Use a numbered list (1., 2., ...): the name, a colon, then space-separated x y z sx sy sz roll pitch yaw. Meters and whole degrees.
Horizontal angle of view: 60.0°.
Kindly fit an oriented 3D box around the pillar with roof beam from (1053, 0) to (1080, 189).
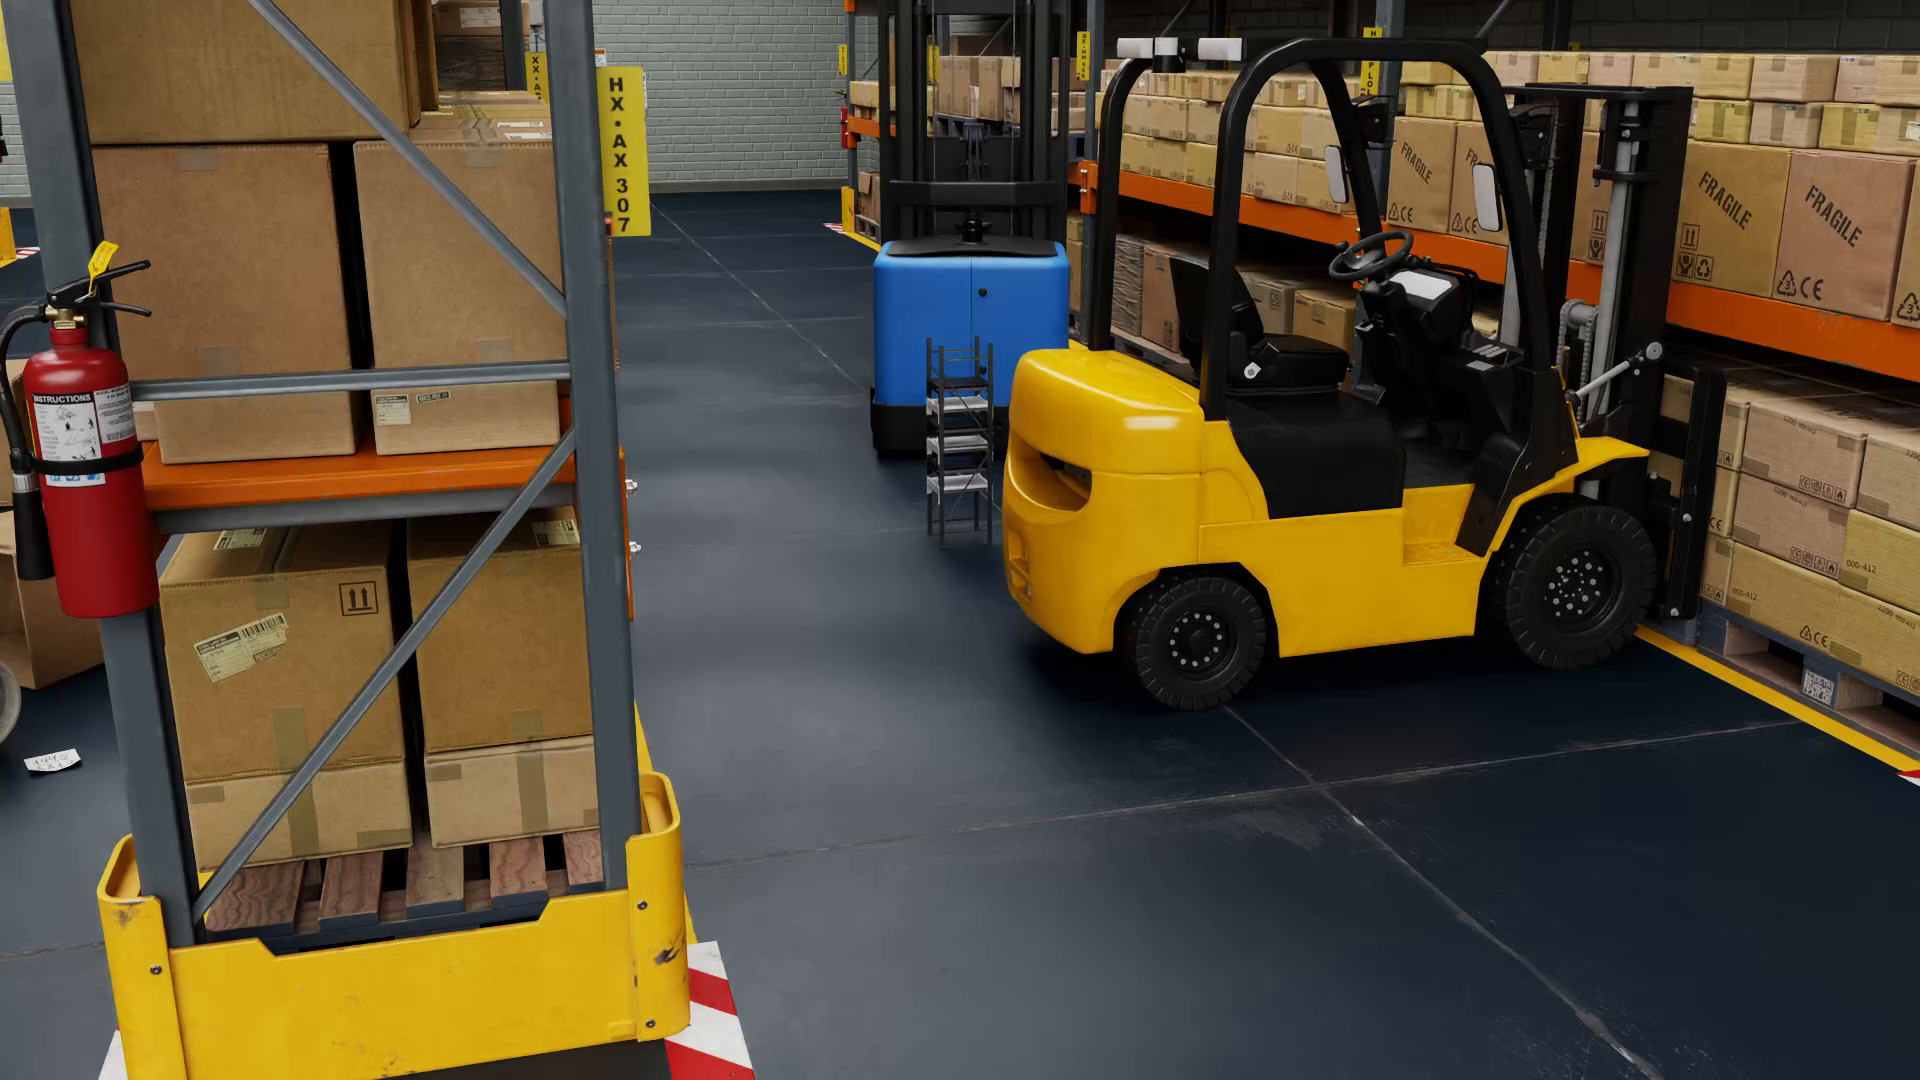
1. pillar with roof beam: -3.179 -6.814 14.496 9.100 9.000 0.400 -5 17 -15

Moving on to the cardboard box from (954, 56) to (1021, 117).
1. cardboard box: 0.345 -3.972 14.557 0.700 0.500 0.500 -5 17 -15

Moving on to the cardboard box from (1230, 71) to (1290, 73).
1. cardboard box: 1.995 -2.994 10.902 0.380 0.149 0.250 -5 17 -16

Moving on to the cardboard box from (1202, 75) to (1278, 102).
1. cardboard box: 1.649 -2.659 9.788 0.380 0.149 0.250 -5 17 -17

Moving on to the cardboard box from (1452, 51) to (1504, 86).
1. cardboard box: 2.462 -2.130 7.512 0.380 0.149 0.250 -4 17 -14

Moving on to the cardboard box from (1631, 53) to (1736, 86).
1. cardboard box: 2.802 -1.777 6.334 0.380 0.149 0.250 -5 17 -15

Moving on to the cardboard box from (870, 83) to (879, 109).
1. cardboard box: -0.667 -4.769 17.857 0.500 0.250 0.500 -5 17 -16

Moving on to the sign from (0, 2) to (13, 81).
1. sign: -1.728 -0.973 2.914 0.100 0.325 0.005 -5 17 -15

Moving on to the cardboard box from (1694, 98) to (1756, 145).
1. cardboard box: 2.842 -1.484 5.876 0.380 0.149 0.250 -5 17 -15

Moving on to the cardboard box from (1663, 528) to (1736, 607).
1. cardboard box: 2.894 0.035 6.171 0.500 0.250 0.500 -5 17 -15

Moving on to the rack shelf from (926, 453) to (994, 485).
1. rack shelf: -0.002 -0.315 7.366 0.258 0.077 0.200 -5 17 -15

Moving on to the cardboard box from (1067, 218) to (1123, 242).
1. cardboard box: 1.005 -2.343 12.524 0.380 0.149 0.250 -6 18 -18

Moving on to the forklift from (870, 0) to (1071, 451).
1. forklift: 0.084 -2.243 9.823 1.130 2.935 3.031 0 17 1

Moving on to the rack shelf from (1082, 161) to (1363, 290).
1. rack shelf: 1.934 -2.014 10.192 1.077 0.370 4.000 -5 17 -15

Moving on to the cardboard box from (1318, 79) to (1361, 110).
1. cardboard box: 2.088 -2.310 8.628 0.380 0.149 0.250 -5 17 -16

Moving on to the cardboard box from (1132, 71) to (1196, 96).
1. cardboard box: 1.359 -3.016 10.976 0.380 0.149 0.250 -4 17 -14

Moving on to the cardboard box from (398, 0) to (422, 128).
1. cardboard box: -1.671 -1.239 3.933 0.700 0.500 0.500 -5 17 -15

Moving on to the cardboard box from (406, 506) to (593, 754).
1. cardboard box: -1.151 0.200 4.318 0.500 0.500 0.500 -5 18 -17

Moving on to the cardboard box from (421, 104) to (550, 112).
1. cardboard box: -1.486 -1.072 5.117 0.500 0.500 0.500 -5 17 -16

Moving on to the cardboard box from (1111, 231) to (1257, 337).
1. cardboard box: 1.543 -1.802 11.633 0.875 0.625 0.625 -4 17 -13

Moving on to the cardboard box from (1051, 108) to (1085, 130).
1. cardboard box: 0.835 -3.144 12.410 0.380 0.149 0.250 -4 17 -14

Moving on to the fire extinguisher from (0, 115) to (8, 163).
1. fire extinguisher: -9.943 -4.202 17.009 0.296 0.674 0.183 -5 17 -15

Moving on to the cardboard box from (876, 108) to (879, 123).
1. cardboard box: -0.681 -4.531 17.759 0.380 0.149 0.250 -5 17 -17

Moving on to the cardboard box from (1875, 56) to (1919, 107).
1. cardboard box: 3.086 -1.418 5.140 0.380 0.149 0.250 -4 17 -14

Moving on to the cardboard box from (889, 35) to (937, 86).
1. cardboard box: -0.536 -4.992 17.298 0.500 0.500 0.500 -4 17 -14

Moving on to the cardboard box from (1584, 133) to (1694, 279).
1. cardboard box: 2.772 -1.286 6.345 0.500 0.500 0.500 -5 17 -15

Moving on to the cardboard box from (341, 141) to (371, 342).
1. cardboard box: -1.736 -0.763 4.086 0.500 0.500 0.500 -5 17 -15

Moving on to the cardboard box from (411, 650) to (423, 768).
1. cardboard box: -1.804 0.465 4.741 0.500 0.250 0.500 -5 17 -15

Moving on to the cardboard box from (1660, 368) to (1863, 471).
1. cardboard box: 2.862 -0.444 6.027 0.500 0.250 0.500 -4 17 -15

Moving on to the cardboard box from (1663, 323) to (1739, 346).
1. cardboard box: 3.085 -0.767 7.104 0.500 0.250 0.500 -5 17 -15

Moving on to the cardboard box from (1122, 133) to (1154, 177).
1. cardboard box: 1.405 -2.558 11.014 0.500 0.250 0.500 -5 17 -16

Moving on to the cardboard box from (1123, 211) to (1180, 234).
1. cardboard box: 1.494 -2.470 12.950 0.380 0.149 0.250 -4 17 -14

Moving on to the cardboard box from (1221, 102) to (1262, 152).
1. cardboard box: 1.820 -2.372 9.525 0.500 0.250 0.500 -4 17 -14

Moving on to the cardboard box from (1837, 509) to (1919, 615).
1. cardboard box: 3.149 0.068 5.192 0.500 0.250 0.500 -5 17 -16

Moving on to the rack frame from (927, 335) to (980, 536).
1. rack frame: -0.030 -0.461 7.424 0.240 0.900 0.006 -5 17 -15

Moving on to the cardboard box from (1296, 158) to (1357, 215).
1. cardboard box: 2.094 -1.852 8.663 0.500 0.250 0.500 -4 17 -14

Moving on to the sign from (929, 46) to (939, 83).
1. sign: -0.234 -4.387 15.339 0.100 0.325 0.005 -5 17 -15

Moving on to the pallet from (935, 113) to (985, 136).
1. pallet: 0.400 -3.696 14.877 1.003 0.211 1.213 -5 17 -15

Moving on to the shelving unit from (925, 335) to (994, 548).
1. shelving unit: -0.002 -0.433 7.330 0.258 0.900 0.210 -5 17 -15

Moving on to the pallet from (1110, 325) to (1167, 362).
1. pallet: 1.573 -1.345 11.563 1.003 0.211 1.213 -5 17 -15

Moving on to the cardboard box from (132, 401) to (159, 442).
1. cardboard box: -1.673 -0.333 3.782 0.380 0.149 0.250 -5 17 -16

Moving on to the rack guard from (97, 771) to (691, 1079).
1. rack guard: -1.209 0.871 3.683 1.175 0.500 0.348 -5 17 -15

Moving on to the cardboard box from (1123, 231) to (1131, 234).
1. cardboard box: 1.422 -2.191 13.148 0.500 0.500 0.500 -5 17 -15

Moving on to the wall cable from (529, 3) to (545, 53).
1. wall cable: -5.797 -6.891 23.411 0.588 1.984 0.122 -5 17 -15

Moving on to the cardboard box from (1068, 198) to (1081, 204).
1. cardboard box: 1.101 -2.826 14.135 0.380 0.149 0.250 -5 18 -17

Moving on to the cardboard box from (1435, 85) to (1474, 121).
1. cardboard box: 2.391 -1.983 7.538 0.380 0.149 0.250 -4 17 -14

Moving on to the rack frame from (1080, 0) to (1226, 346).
1. rack frame: 1.384 -2.911 11.930 1.000 3.000 0.127 -5 17 -15
